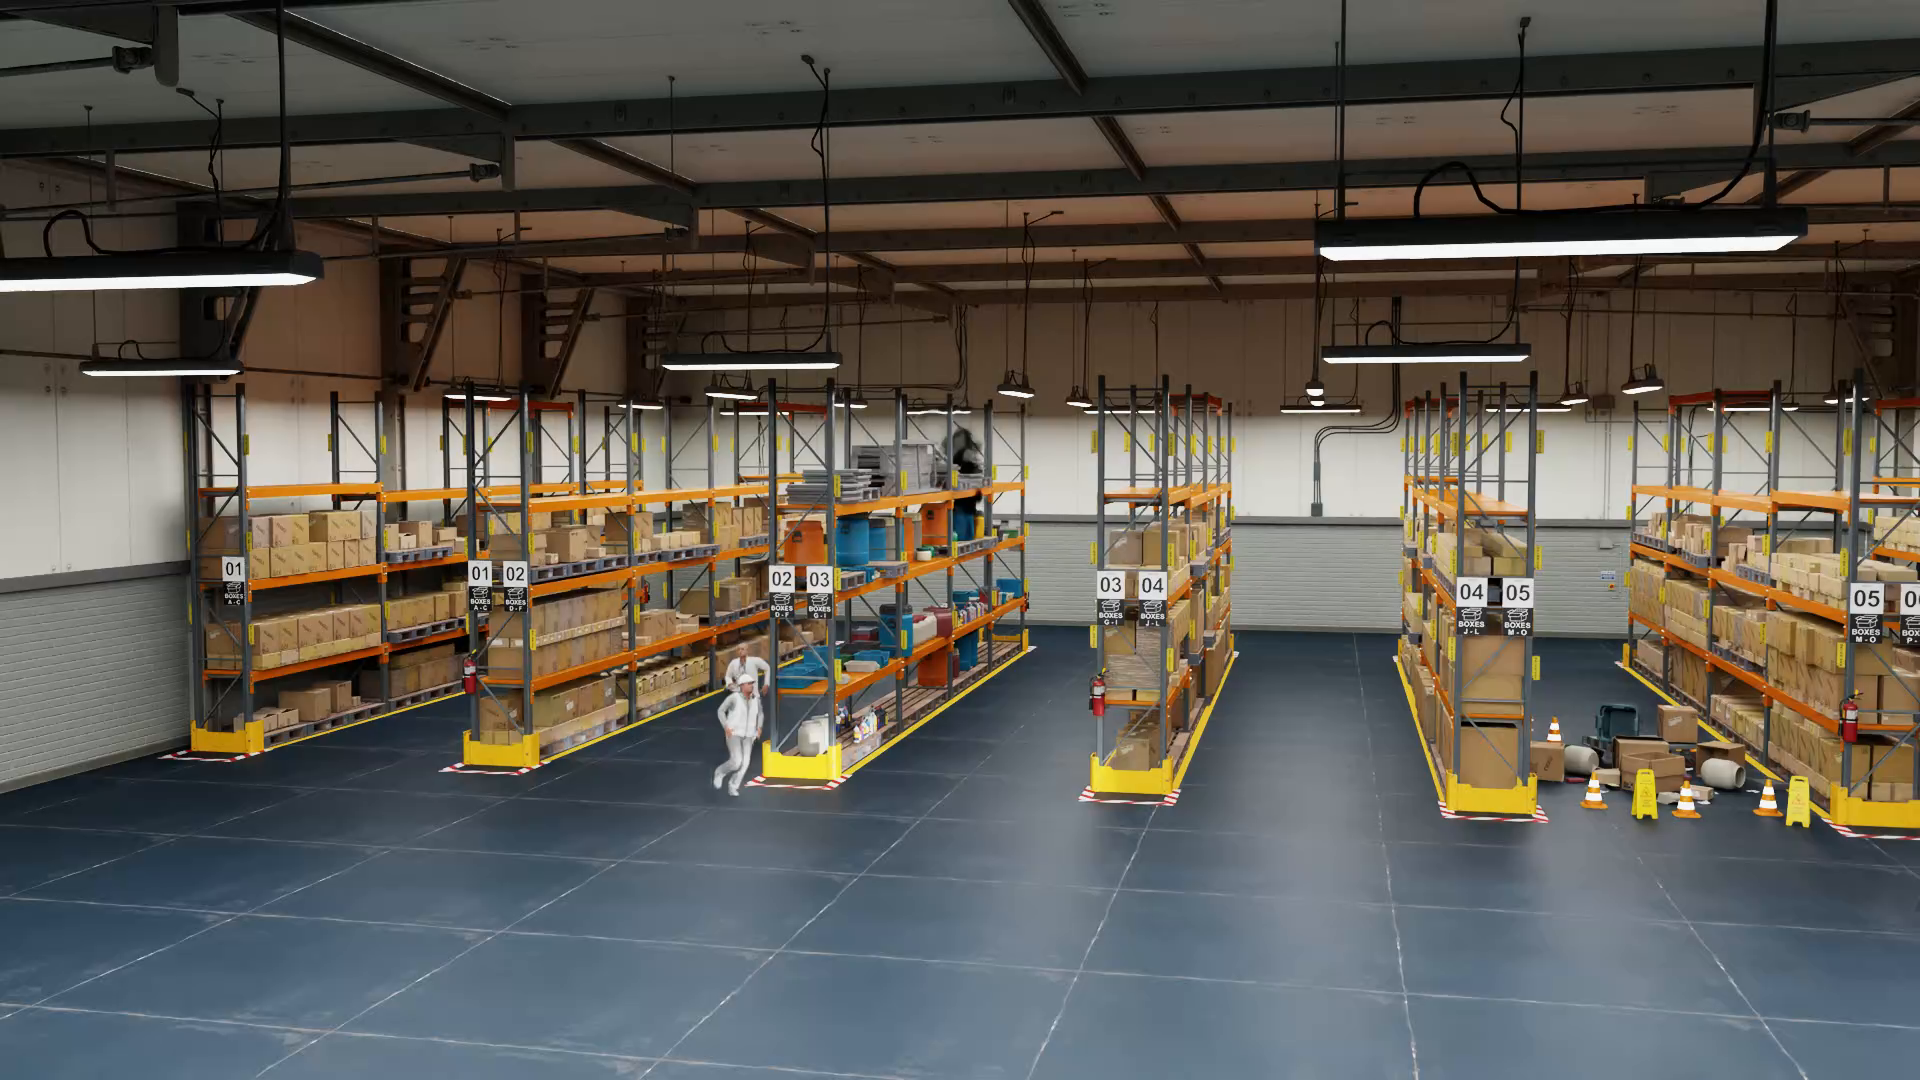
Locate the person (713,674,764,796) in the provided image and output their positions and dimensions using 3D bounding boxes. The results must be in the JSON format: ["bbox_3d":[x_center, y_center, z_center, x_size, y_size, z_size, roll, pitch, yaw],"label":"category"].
[{"bbox_3d":[-3.145,2.781,23.908,0.722,1.717,0.558,-3,4,-38],"label":"person"}]

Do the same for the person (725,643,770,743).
[{"bbox_3d":[-3.524,2.568,27.419,0.741,1.738,0.766,1,3,16],"label":"person"}]
